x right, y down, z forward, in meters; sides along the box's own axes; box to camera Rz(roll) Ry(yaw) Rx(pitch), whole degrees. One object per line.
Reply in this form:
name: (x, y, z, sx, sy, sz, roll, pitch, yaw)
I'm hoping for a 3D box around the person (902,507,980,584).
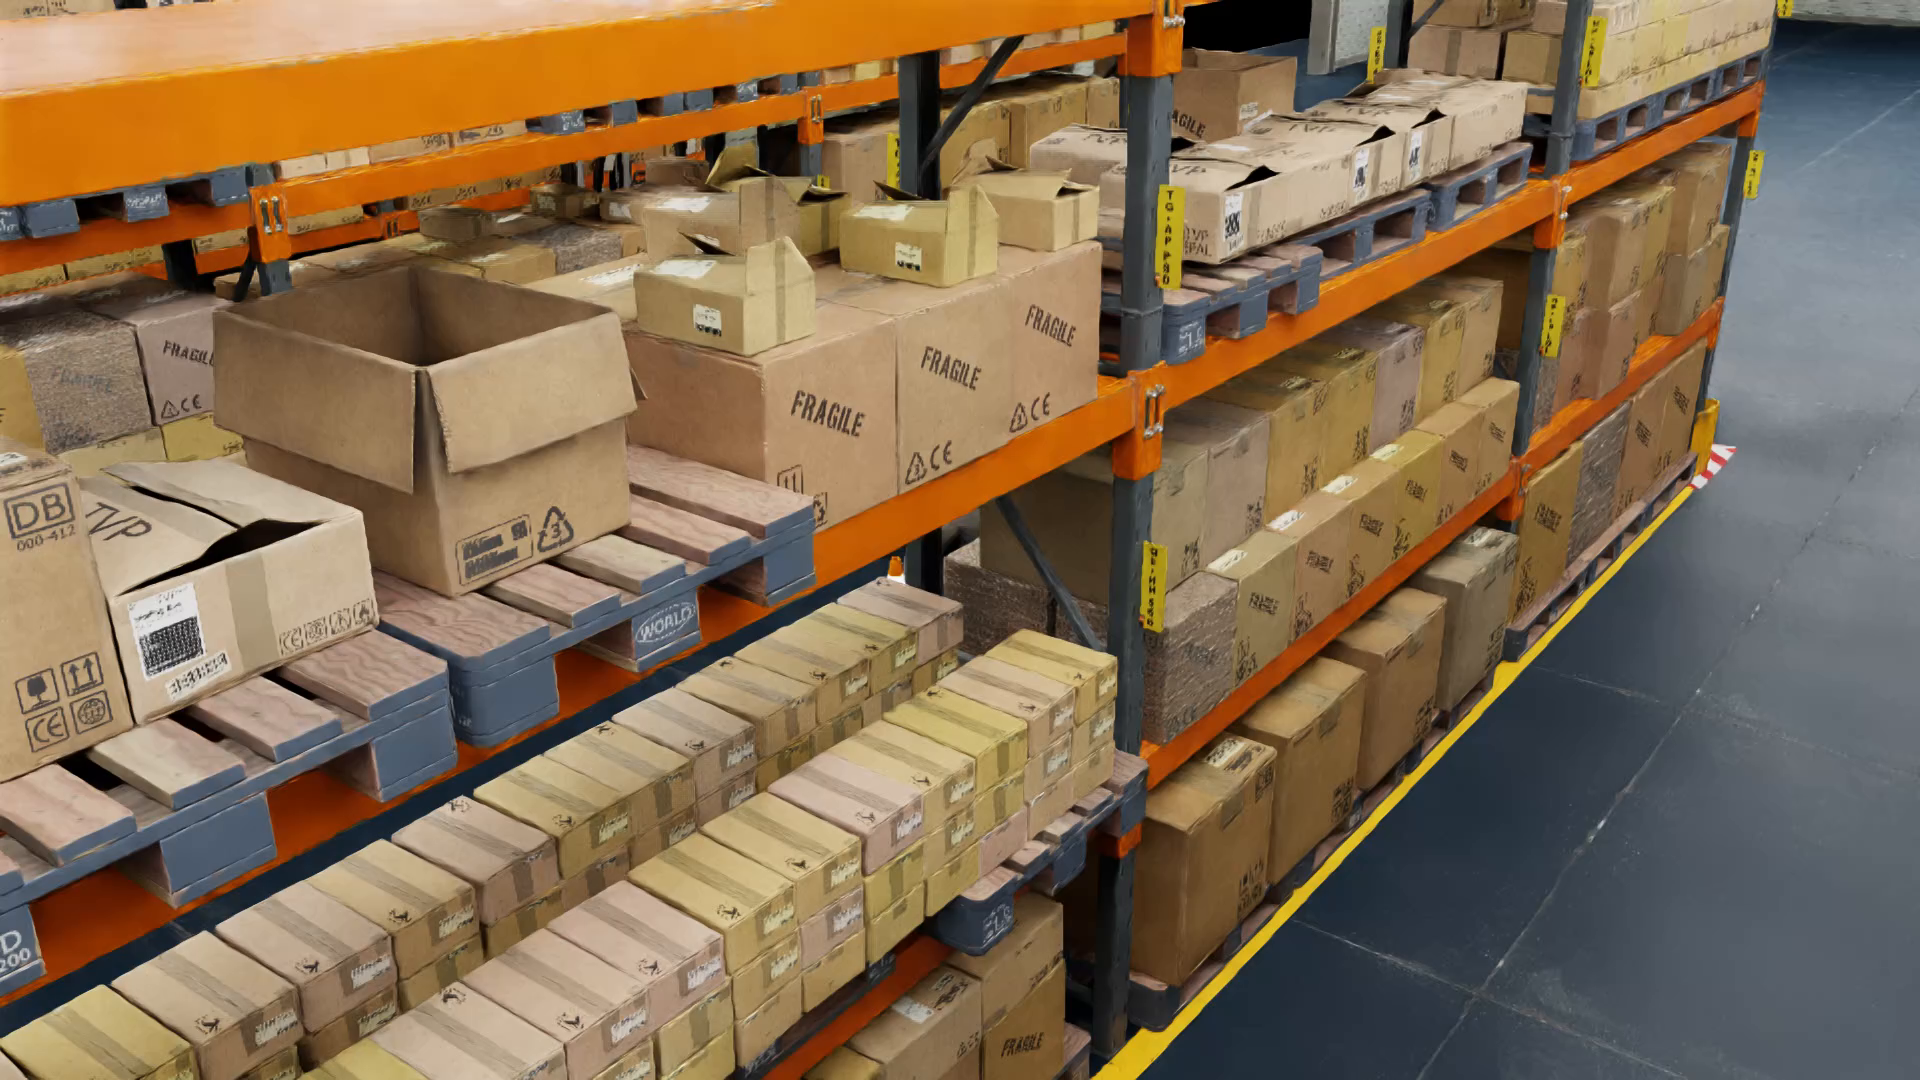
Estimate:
person: (0.012, -0.096, 9.311, 0.588, 1.651, 0.464, -12, 26, -25)
